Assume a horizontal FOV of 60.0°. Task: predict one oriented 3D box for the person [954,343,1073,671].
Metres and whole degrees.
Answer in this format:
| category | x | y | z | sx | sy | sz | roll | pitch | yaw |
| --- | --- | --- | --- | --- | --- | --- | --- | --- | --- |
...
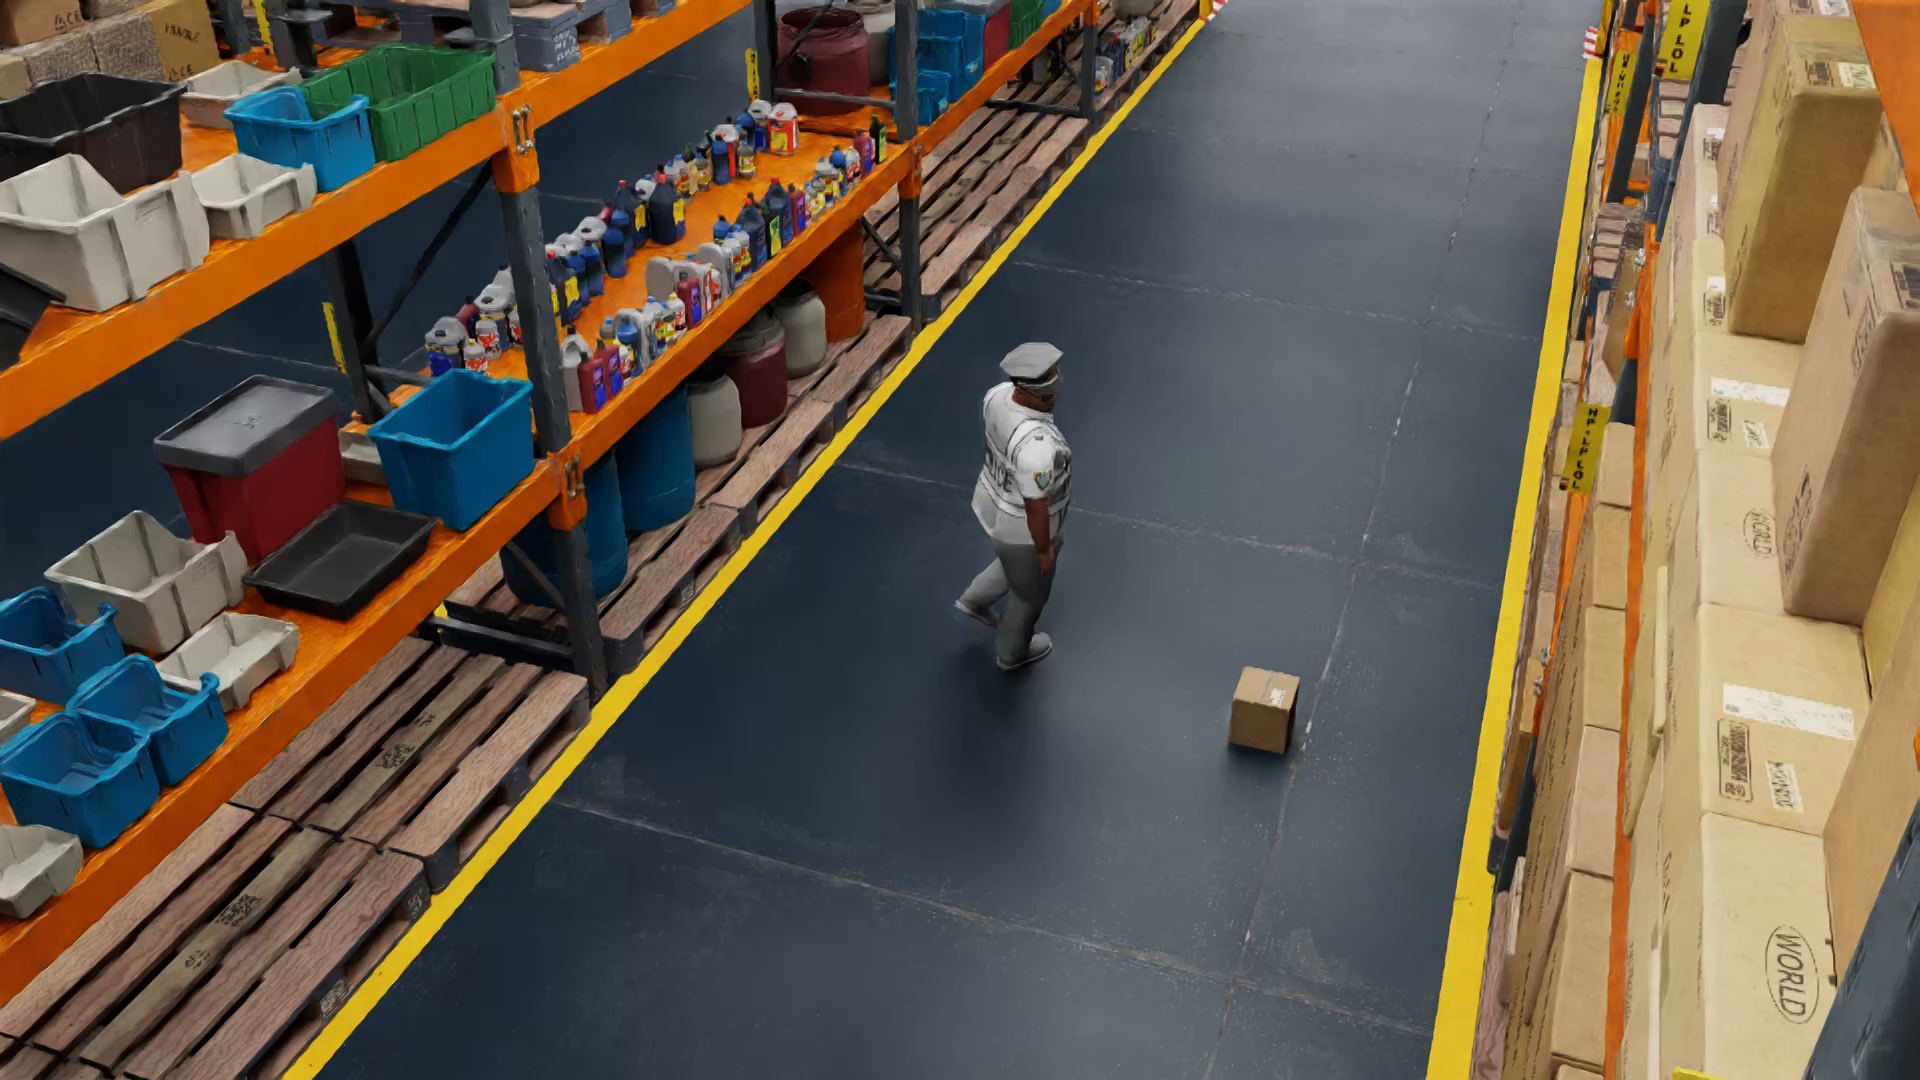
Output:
| category | x | y | z | sx | sy | sz | roll | pitch | yaw |
| --- | --- | --- | --- | --- | --- | --- | --- | --- | --- |
| person | 0.292 | -0.114 | 7.328 | 0.497 | 1.737 | 0.682 | -13 | 35 | -18 |
